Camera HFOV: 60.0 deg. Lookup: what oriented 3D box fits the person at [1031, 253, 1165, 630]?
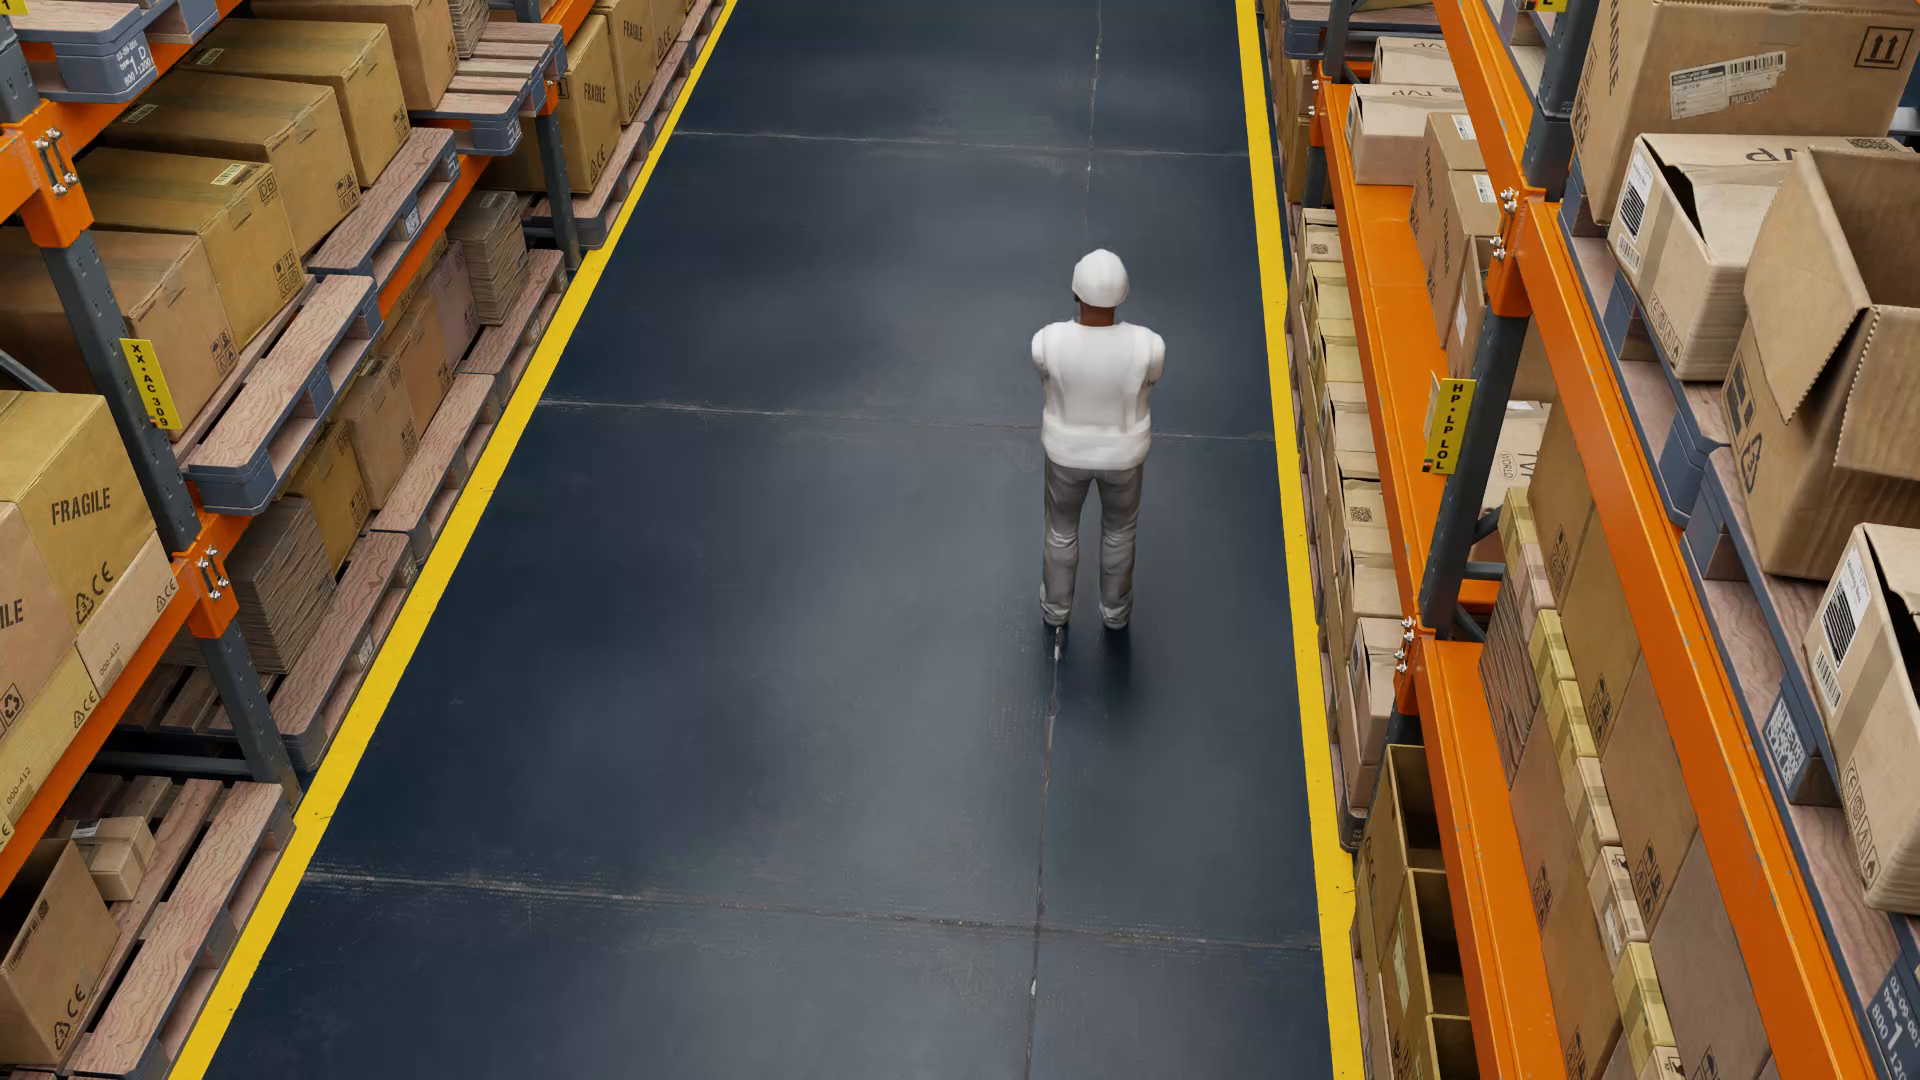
[{"bbox_3d":[0.531,-0.427,6.654,0.504,1.760,0.569,4,40,5],"label":"person"}]
